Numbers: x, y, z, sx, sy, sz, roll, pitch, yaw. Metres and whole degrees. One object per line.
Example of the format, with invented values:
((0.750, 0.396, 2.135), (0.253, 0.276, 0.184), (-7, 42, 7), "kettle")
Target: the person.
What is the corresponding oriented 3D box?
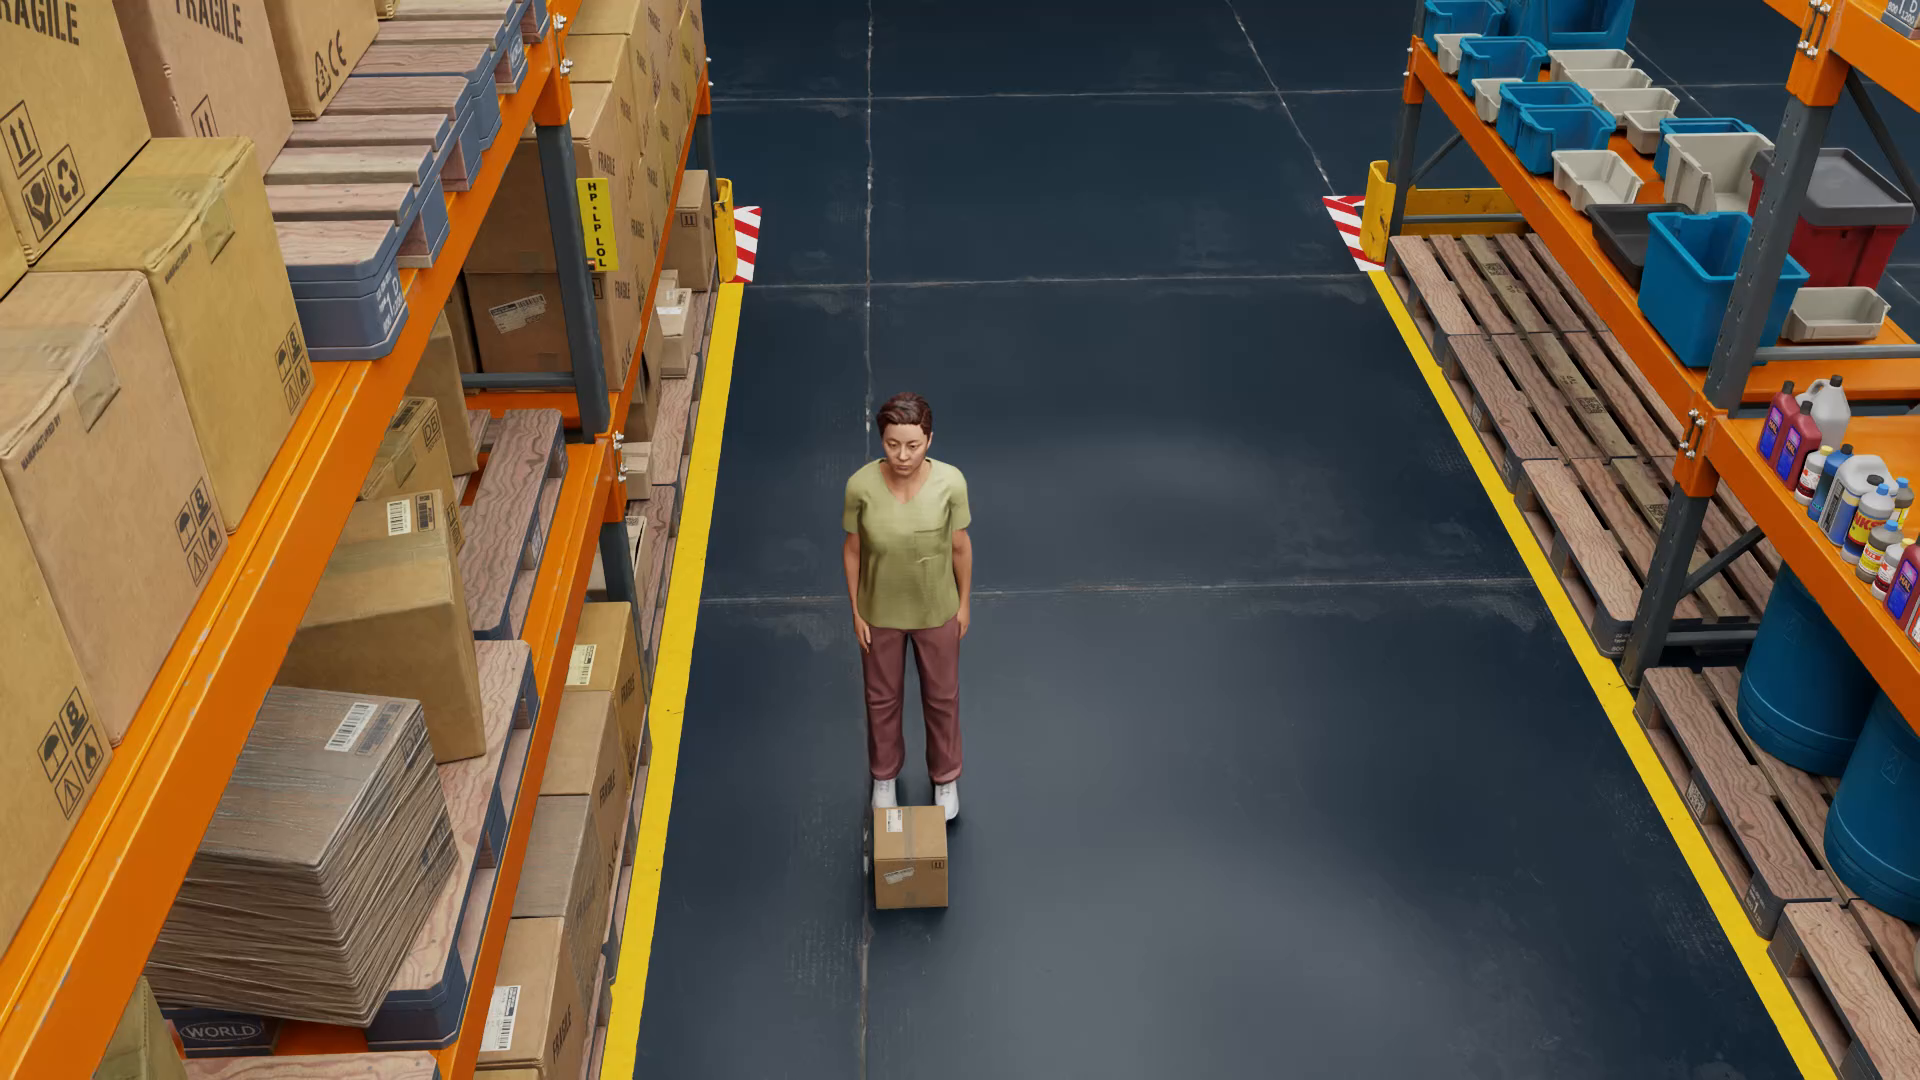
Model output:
((-0.180, 0.250, 5.782), (0.444, 1.679, 0.396), (0, 35, -1), "person")
